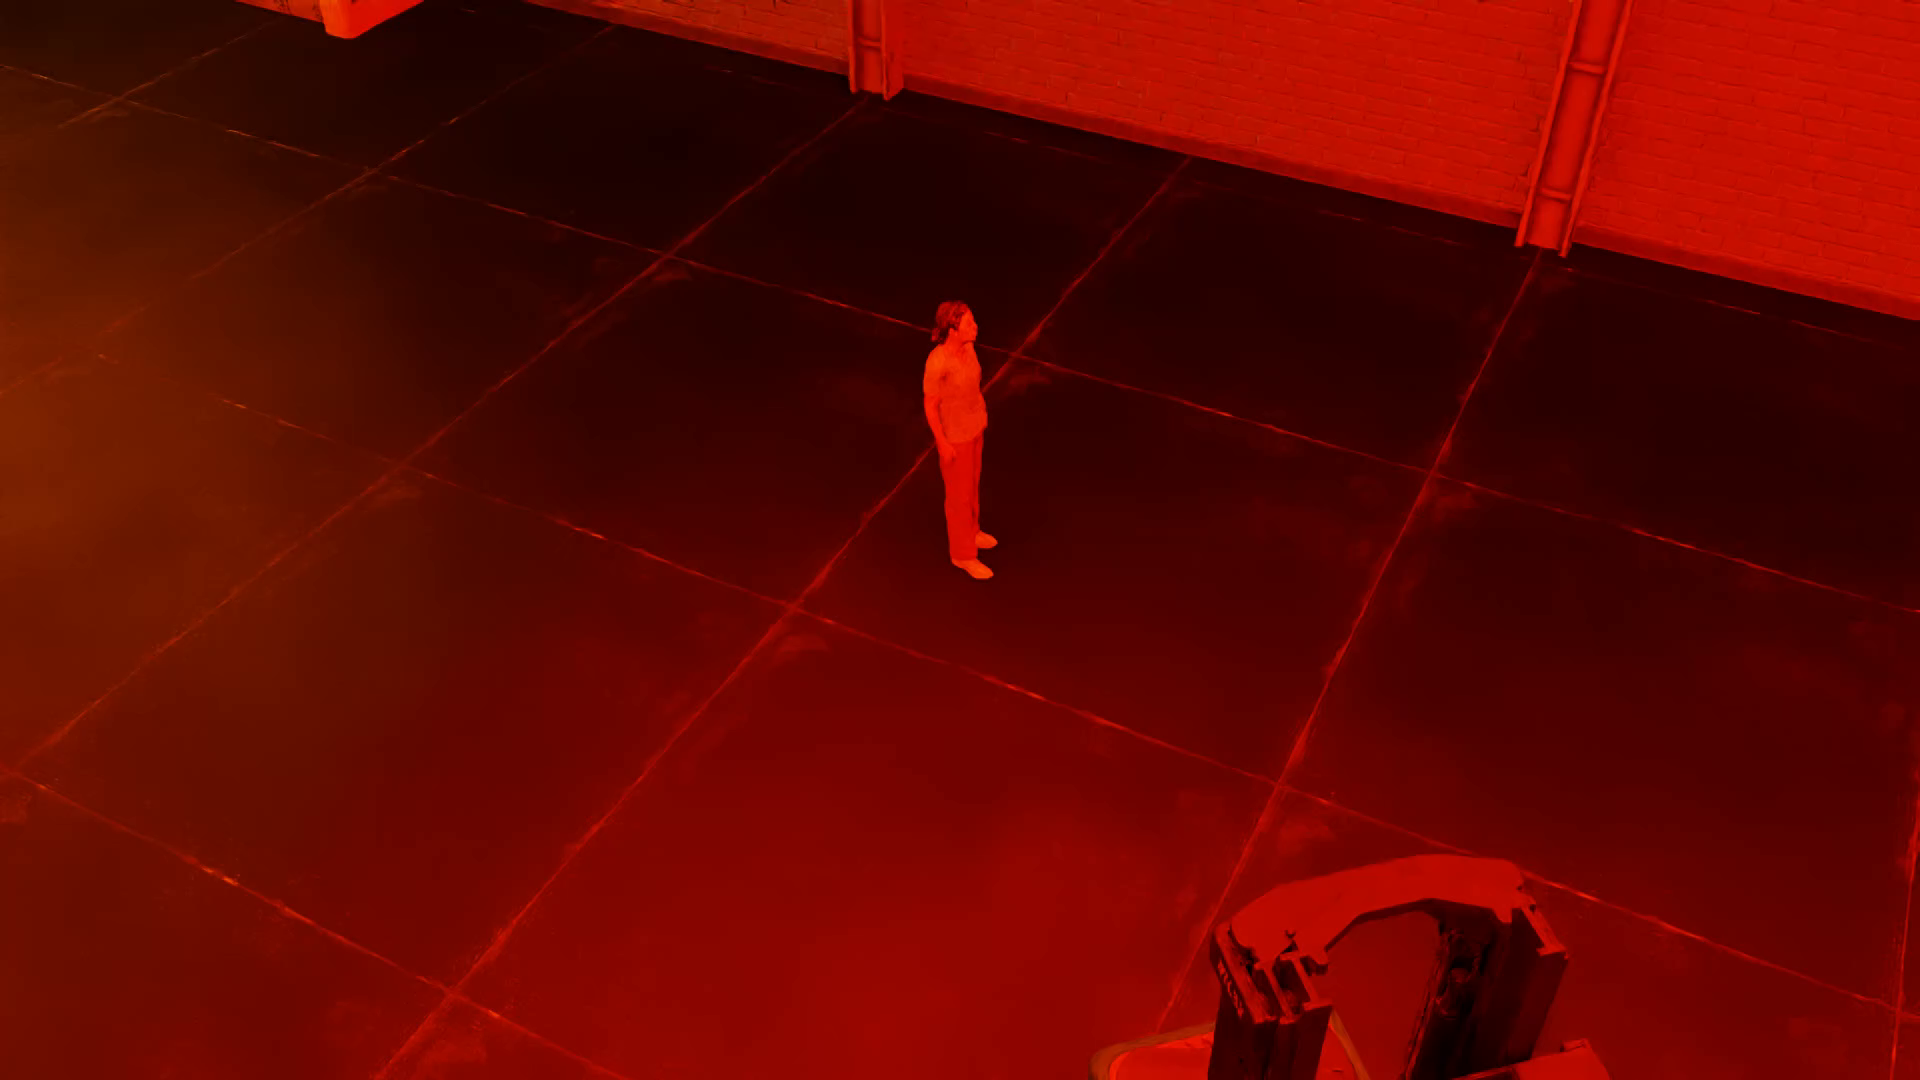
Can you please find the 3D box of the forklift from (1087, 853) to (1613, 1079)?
[{"bbox_3d":[1.334,2.476,5.046,1.130,2.935,3.031,-10,41,-11],"label":"forklift"}]

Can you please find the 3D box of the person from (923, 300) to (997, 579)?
[{"bbox_3d":[0.070,-0.610,9.684,0.526,1.663,0.554,18,43,21],"label":"person"}]
